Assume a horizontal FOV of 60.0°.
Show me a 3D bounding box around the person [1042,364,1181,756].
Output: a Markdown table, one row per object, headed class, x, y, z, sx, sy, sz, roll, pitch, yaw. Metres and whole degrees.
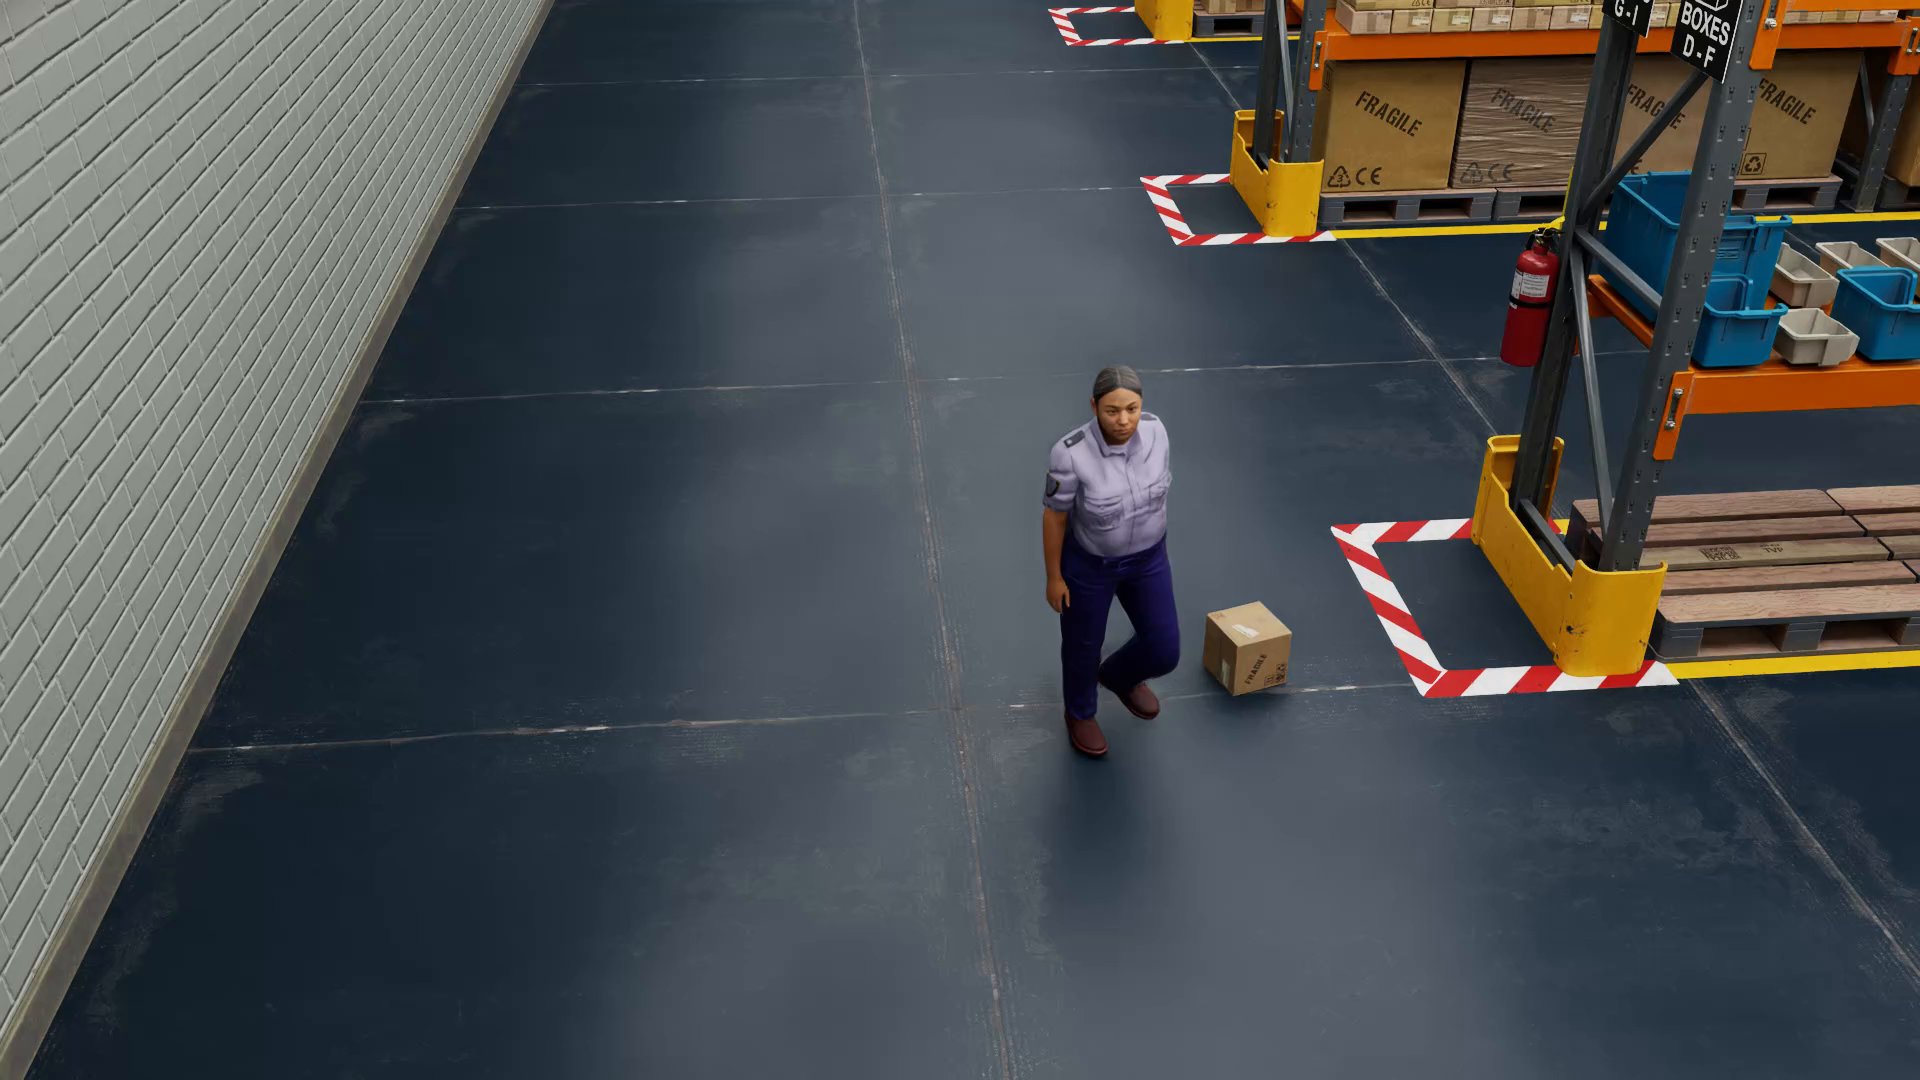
| class | x | y | z | sx | sy | sz | roll | pitch | yaw |
| --- | --- | --- | --- | --- | --- | --- | --- | --- | --- |
| person | 0.542 | 0.085 | 5.988 | 0.542 | 1.638 | 0.454 | -10 | 33 | -17 |
